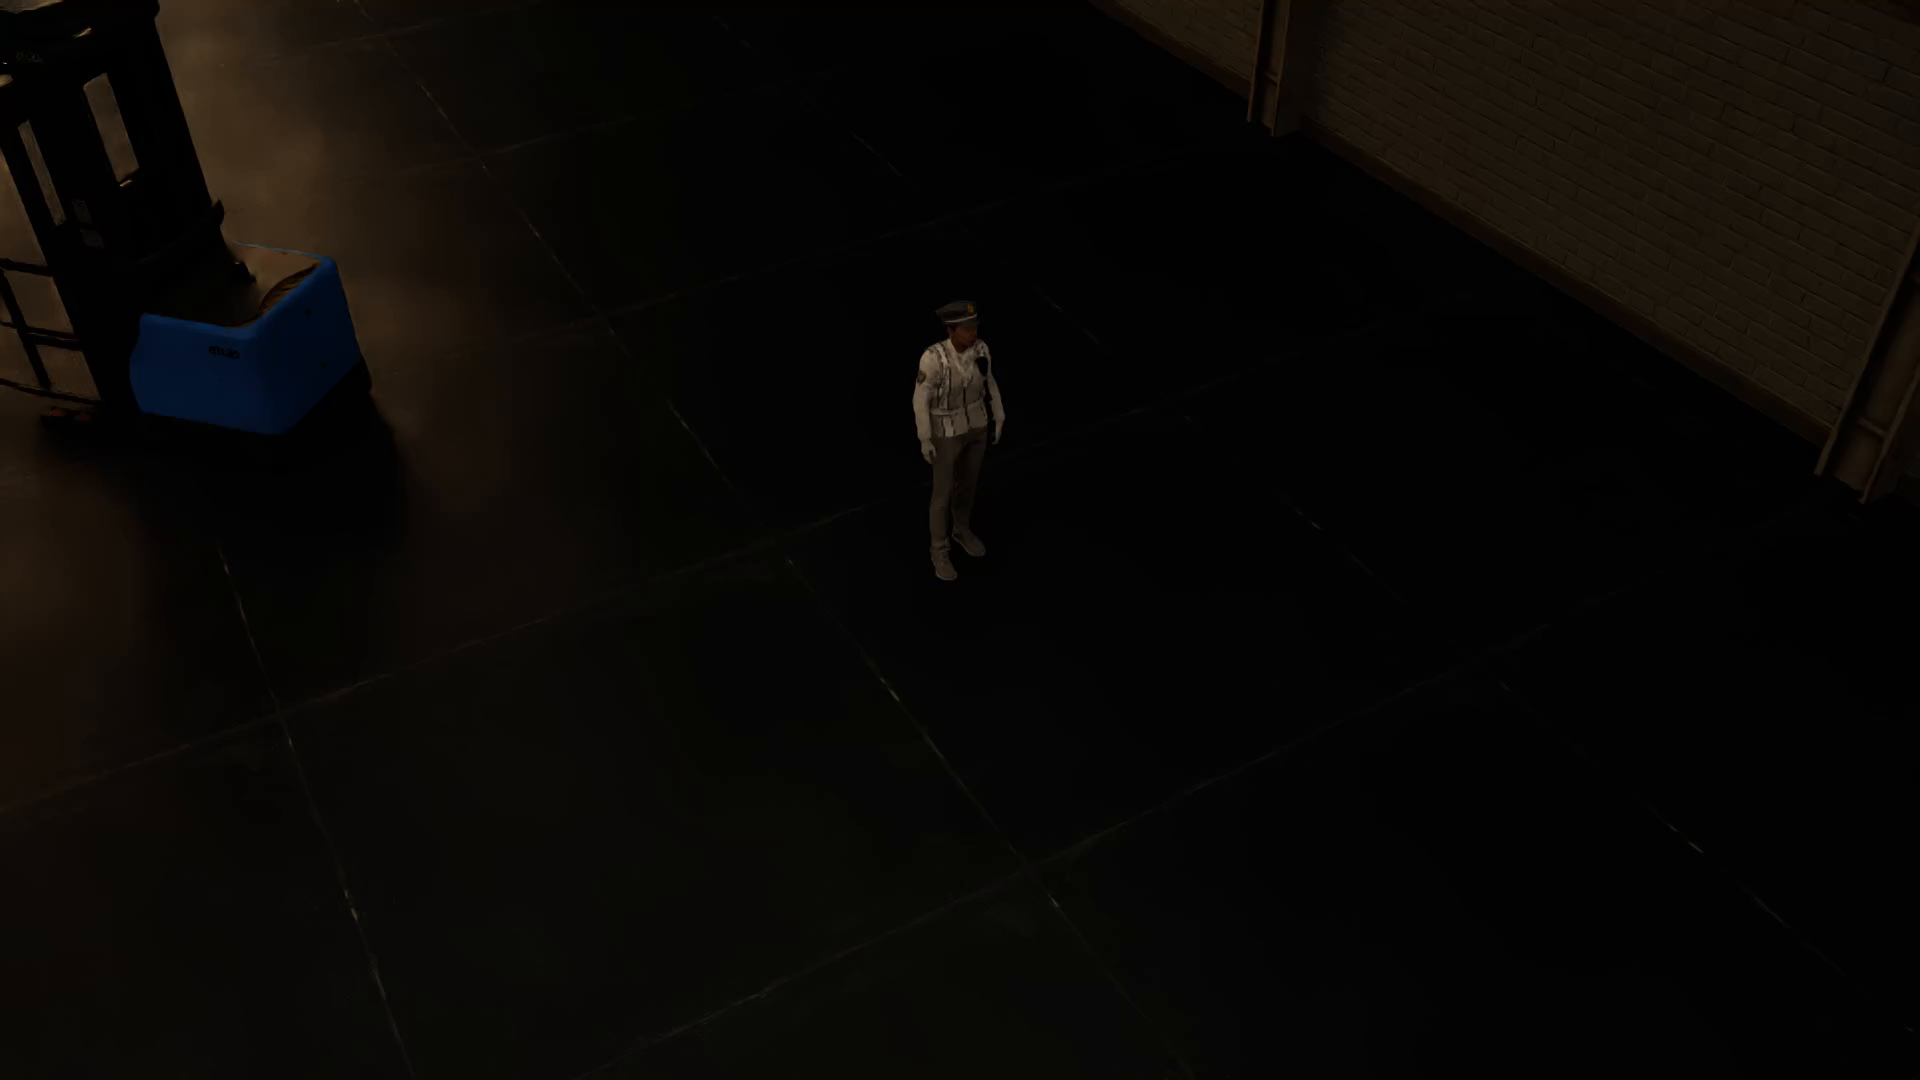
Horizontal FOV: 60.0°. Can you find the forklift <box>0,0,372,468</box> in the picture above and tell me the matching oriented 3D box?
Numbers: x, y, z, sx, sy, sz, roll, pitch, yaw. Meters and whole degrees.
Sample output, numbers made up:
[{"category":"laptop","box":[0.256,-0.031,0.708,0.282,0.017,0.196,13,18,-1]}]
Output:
[{"category":"forklift","box":[-5.647,-2.124,10.597,3.031,2.935,1.130,10,41,12]}]

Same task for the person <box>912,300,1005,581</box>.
[{"category":"person","box":[0.028,-0.618,9.739,0.586,1.695,0.532,-20,44,-23]}]
